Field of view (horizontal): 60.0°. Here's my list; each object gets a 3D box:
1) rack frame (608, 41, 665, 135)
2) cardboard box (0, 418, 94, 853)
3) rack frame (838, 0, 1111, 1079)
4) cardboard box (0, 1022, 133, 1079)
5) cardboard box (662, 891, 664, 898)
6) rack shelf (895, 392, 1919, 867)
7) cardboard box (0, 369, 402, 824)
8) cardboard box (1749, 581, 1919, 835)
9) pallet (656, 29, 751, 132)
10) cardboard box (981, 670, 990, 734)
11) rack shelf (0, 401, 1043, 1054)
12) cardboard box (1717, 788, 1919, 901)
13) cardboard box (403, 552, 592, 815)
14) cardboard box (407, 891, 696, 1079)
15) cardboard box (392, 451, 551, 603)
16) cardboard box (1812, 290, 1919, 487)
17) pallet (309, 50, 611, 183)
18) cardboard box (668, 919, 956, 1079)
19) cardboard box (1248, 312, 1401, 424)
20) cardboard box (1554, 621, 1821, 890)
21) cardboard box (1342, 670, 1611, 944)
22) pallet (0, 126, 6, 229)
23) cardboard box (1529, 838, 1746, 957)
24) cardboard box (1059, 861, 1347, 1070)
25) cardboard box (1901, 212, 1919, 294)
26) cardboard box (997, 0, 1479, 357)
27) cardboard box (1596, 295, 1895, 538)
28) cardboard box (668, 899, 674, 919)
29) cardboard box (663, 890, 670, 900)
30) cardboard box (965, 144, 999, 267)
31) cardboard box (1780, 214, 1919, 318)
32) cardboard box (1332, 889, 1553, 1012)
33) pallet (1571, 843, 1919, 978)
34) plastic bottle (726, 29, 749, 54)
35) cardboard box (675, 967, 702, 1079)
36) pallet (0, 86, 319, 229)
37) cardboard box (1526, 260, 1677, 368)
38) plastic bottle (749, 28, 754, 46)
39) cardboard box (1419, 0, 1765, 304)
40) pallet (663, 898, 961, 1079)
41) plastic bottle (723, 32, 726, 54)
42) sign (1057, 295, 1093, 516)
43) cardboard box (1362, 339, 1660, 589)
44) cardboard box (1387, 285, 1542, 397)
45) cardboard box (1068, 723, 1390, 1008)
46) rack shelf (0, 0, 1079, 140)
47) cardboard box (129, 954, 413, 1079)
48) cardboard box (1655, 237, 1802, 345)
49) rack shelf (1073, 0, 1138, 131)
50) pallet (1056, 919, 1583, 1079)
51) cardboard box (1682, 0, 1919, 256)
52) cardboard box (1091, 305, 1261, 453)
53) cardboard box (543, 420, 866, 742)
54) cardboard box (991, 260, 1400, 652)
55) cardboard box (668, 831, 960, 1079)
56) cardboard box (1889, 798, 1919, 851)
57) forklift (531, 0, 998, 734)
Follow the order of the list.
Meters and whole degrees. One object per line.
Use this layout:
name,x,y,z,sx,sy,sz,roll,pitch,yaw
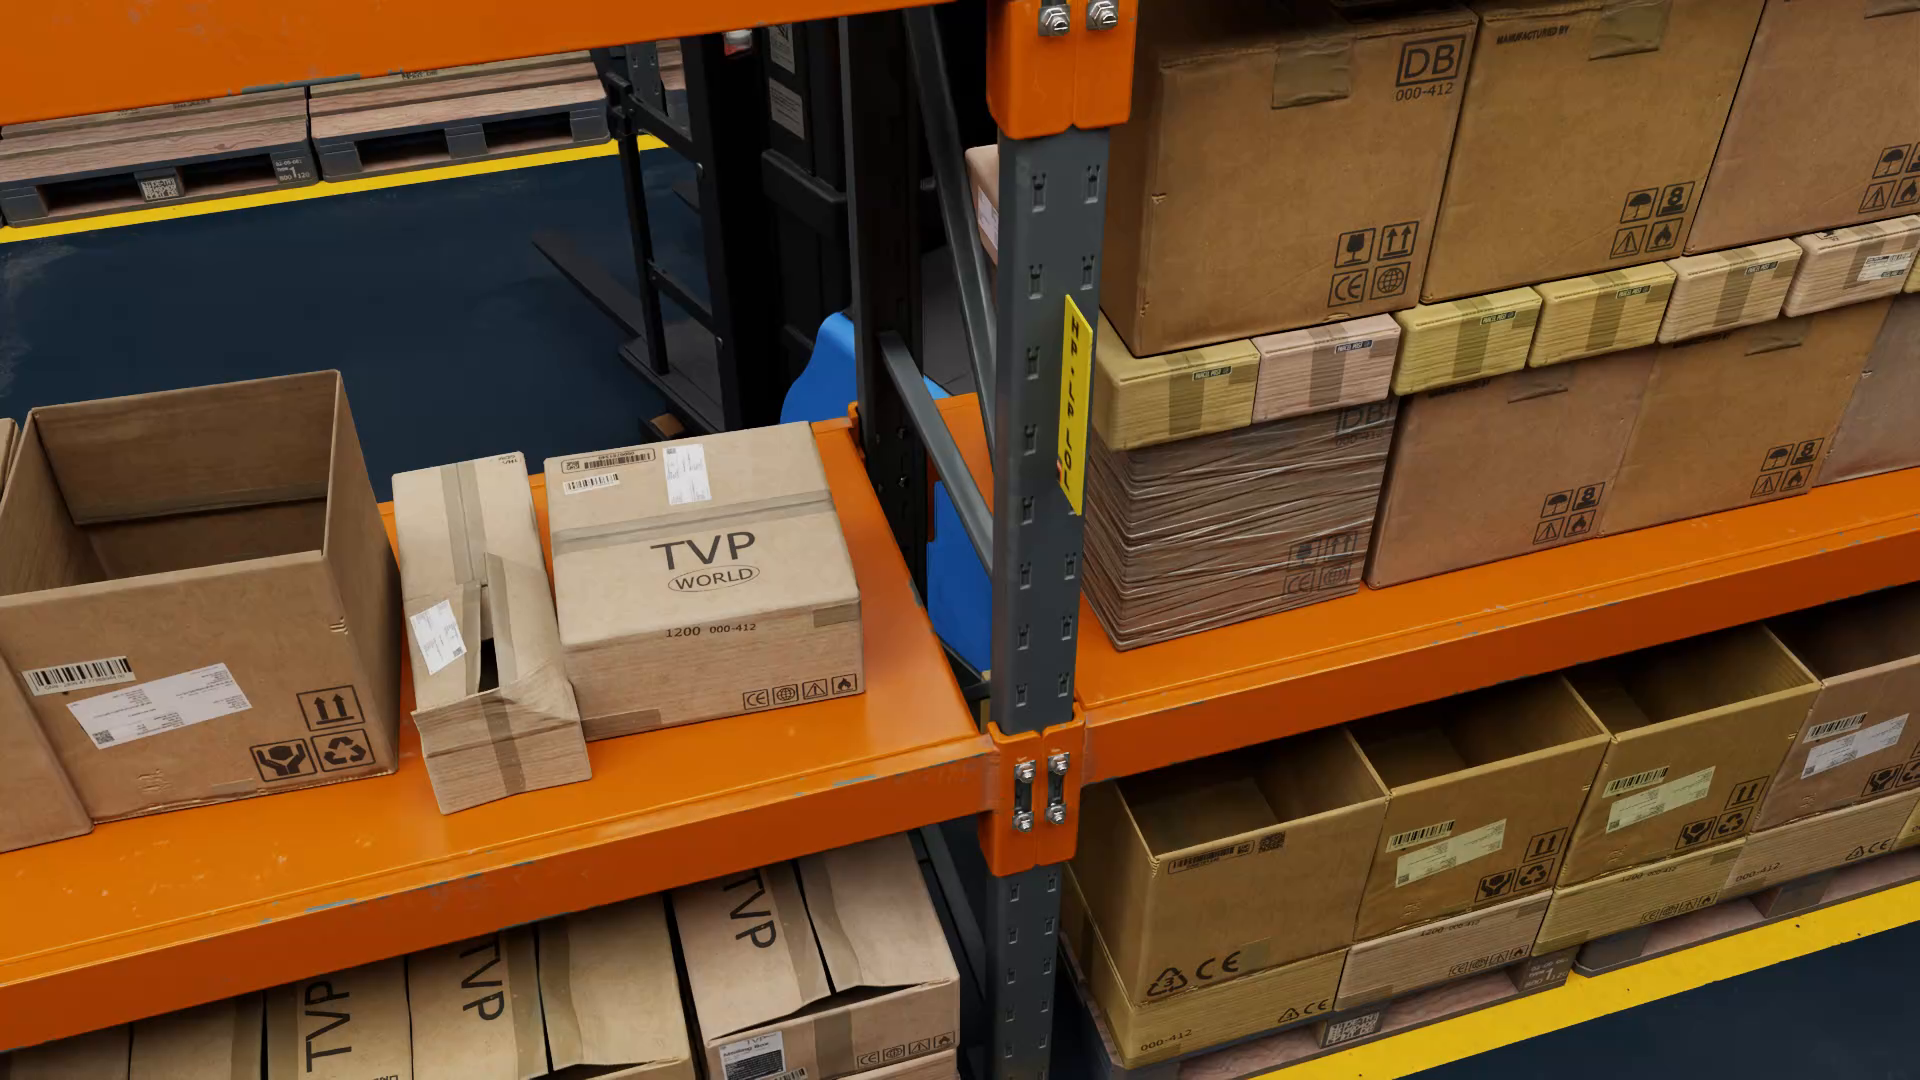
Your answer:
rack frame,-1.496,-3.230,6.667,0.127,3.000,1.000,-12,42,-13
cardboard box,-1.729,0.187,2.681,0.500,0.500,0.500,-12,42,-13
rack frame,-0.012,-0.120,3.108,0.127,3.000,1.000,-12,42,-13
cardboard box,-1.764,1.107,3.048,0.500,0.311,0.500,-12,43,-14
cardboard box,-0.960,0.567,3.666,0.500,0.311,0.500,-12,43,-14
rack shelf,1.896,-0.245,3.797,4.000,0.370,1.077,-12,42,-13
cardboard box,-1.252,0.088,2.794,0.500,0.500,0.500,-9,42,-10
cardboard box,1.955,0.282,3.849,0.500,0.500,0.500,-12,42,-13
pallet,-0.843,-2.286,7.706,1.213,0.211,1.003,-12,42,-13
cardboard box,0.365,0.528,4.136,0.500,0.250,0.500,-12,42,-13
rack shelf,-1.919,0.546,2.892,4.000,0.370,1.077,-12,42,-13
cardboard box,1.954,0.562,4.098,0.500,0.250,0.500,-12,42,-13
cardboard box,-0.795,0.219,2.821,0.258,0.266,0.396,-13,43,-14
cardboard box,-0.806,0.912,3.270,0.500,0.311,0.500,-11,42,-12
cardboard box,-0.918,0.021,3.137,0.250,0.149,0.380,-12,42,-13
cardboard box,1.879,-0.557,3.531,0.500,0.500,0.700,-11,42,-12
pallet,-2.234,-2.000,7.379,1.213,0.211,1.003,-12,42,-13
cardboard box,-0.320,1.021,3.572,0.500,0.250,0.500,-12,43,-13
cardboard box,0.542,-0.384,2.840,0.250,0.149,0.380,-11,42,-12
cardboard box,1.478,0.382,3.734,0.500,0.500,0.500,-12,42,-13
cardboard box,0.999,0.476,3.626,0.500,0.500,0.500,-12,42,-13
pallet,-4.561,-1.518,6.827,1.213,0.211,1.003,-12,42,-13
cardboard box,1.478,0.664,3.980,0.500,0.250,0.500,-12,42,-13
cardboard box,0.522,0.856,3.762,0.500,0.250,0.500,-12,42,-13
cardboard box,1.779,-0.642,3.136,0.250,0.149,0.380,-12,43,-13
cardboard box,0.410,-0.738,2.753,0.500,0.500,0.700,-12,42,-13
cardboard box,1.390,-0.455,3.415,0.500,0.500,0.700,-11,42,-12
cardboard box,-0.471,0.681,3.961,0.500,0.250,0.500,-13,43,-14
cardboard box,-0.481,0.471,3.775,0.500,0.311,0.500,-12,42,-13
cardboard box,0.183,-0.591,3.077,0.250,0.149,0.380,-12,42,-13
cardboard box,1.531,-0.591,3.078,0.250,0.149,0.380,-13,43,-14
cardboard box,1.000,0.760,3.871,0.500,0.250,0.500,-12,42,-13
pallet,1.925,0.555,4.454,1.213,0.211,1.003,-12,42,-13
plastic bottle,-0.964,-2.149,7.223,0.097,0.201,0.097,0,41,0
cardboard box,-0.803,1.120,3.459,0.500,0.250,0.500,-12,43,-14
pallet,-3.399,-1.756,7.100,1.213,0.211,1.003,-12,42,-13
cardboard box,1.037,-0.488,2.960,0.250,0.149,0.380,-12,43,-13
plastic bottle,-0.867,-2.170,7.246,0.097,0.201,0.097,0,41,0
cardboard box,0.891,-0.839,2.868,0.500,0.500,0.700,-12,43,-13
pallet,-0.703,1.100,3.831,1.213,0.211,1.003,-12,42,-13
plastic bottle,-1.061,-2.156,7.177,0.097,0.271,0.097,0,41,0
sign,0.160,-0.188,2.365,0.005,0.325,0.100,-12,42,-13
cardboard box,0.911,-0.358,3.304,0.500,0.500,0.700,-12,43,-14
cardboard box,0.788,-0.436,2.900,0.250,0.149,0.380,-13,43,-14
cardboard box,0.525,0.579,3.508,0.500,0.500,0.500,-12,42,-13
rack shelf,-1.919,-0.584,1.905,4.000,0.370,1.077,-12,42,-13
cardboard box,-1.283,1.010,3.159,0.500,0.311,0.500,-12,43,-13
cardboard box,1.277,-0.537,3.015,0.250,0.149,0.380,-13,43,-14
rack shelf,1.896,-1.374,2.810,4.000,0.370,1.077,-12,42,-13
pallet,0.759,0.799,4.175,1.213,0.211,1.003,-12,42,-13
cardboard box,1.369,-0.937,2.981,0.500,0.500,0.700,-12,42,-13
cardboard box,0.303,-0.334,2.783,0.250,0.149,0.380,-12,43,-13
cardboard box,-0.468,0.061,3.015,0.500,0.250,0.500,-9,42,-10
cardboard box,0.410,-0.250,3.180,0.500,0.500,0.700,-13,43,-14
cardboard box,-0.312,0.806,3.392,0.500,0.311,0.500,-12,42,-13
cardboard box,2.431,0.464,4.210,0.500,0.250,0.500,-12,42,-13
forklift,-0.406,-1.440,4.671,1.130,2.935,3.031,-28,48,-28
